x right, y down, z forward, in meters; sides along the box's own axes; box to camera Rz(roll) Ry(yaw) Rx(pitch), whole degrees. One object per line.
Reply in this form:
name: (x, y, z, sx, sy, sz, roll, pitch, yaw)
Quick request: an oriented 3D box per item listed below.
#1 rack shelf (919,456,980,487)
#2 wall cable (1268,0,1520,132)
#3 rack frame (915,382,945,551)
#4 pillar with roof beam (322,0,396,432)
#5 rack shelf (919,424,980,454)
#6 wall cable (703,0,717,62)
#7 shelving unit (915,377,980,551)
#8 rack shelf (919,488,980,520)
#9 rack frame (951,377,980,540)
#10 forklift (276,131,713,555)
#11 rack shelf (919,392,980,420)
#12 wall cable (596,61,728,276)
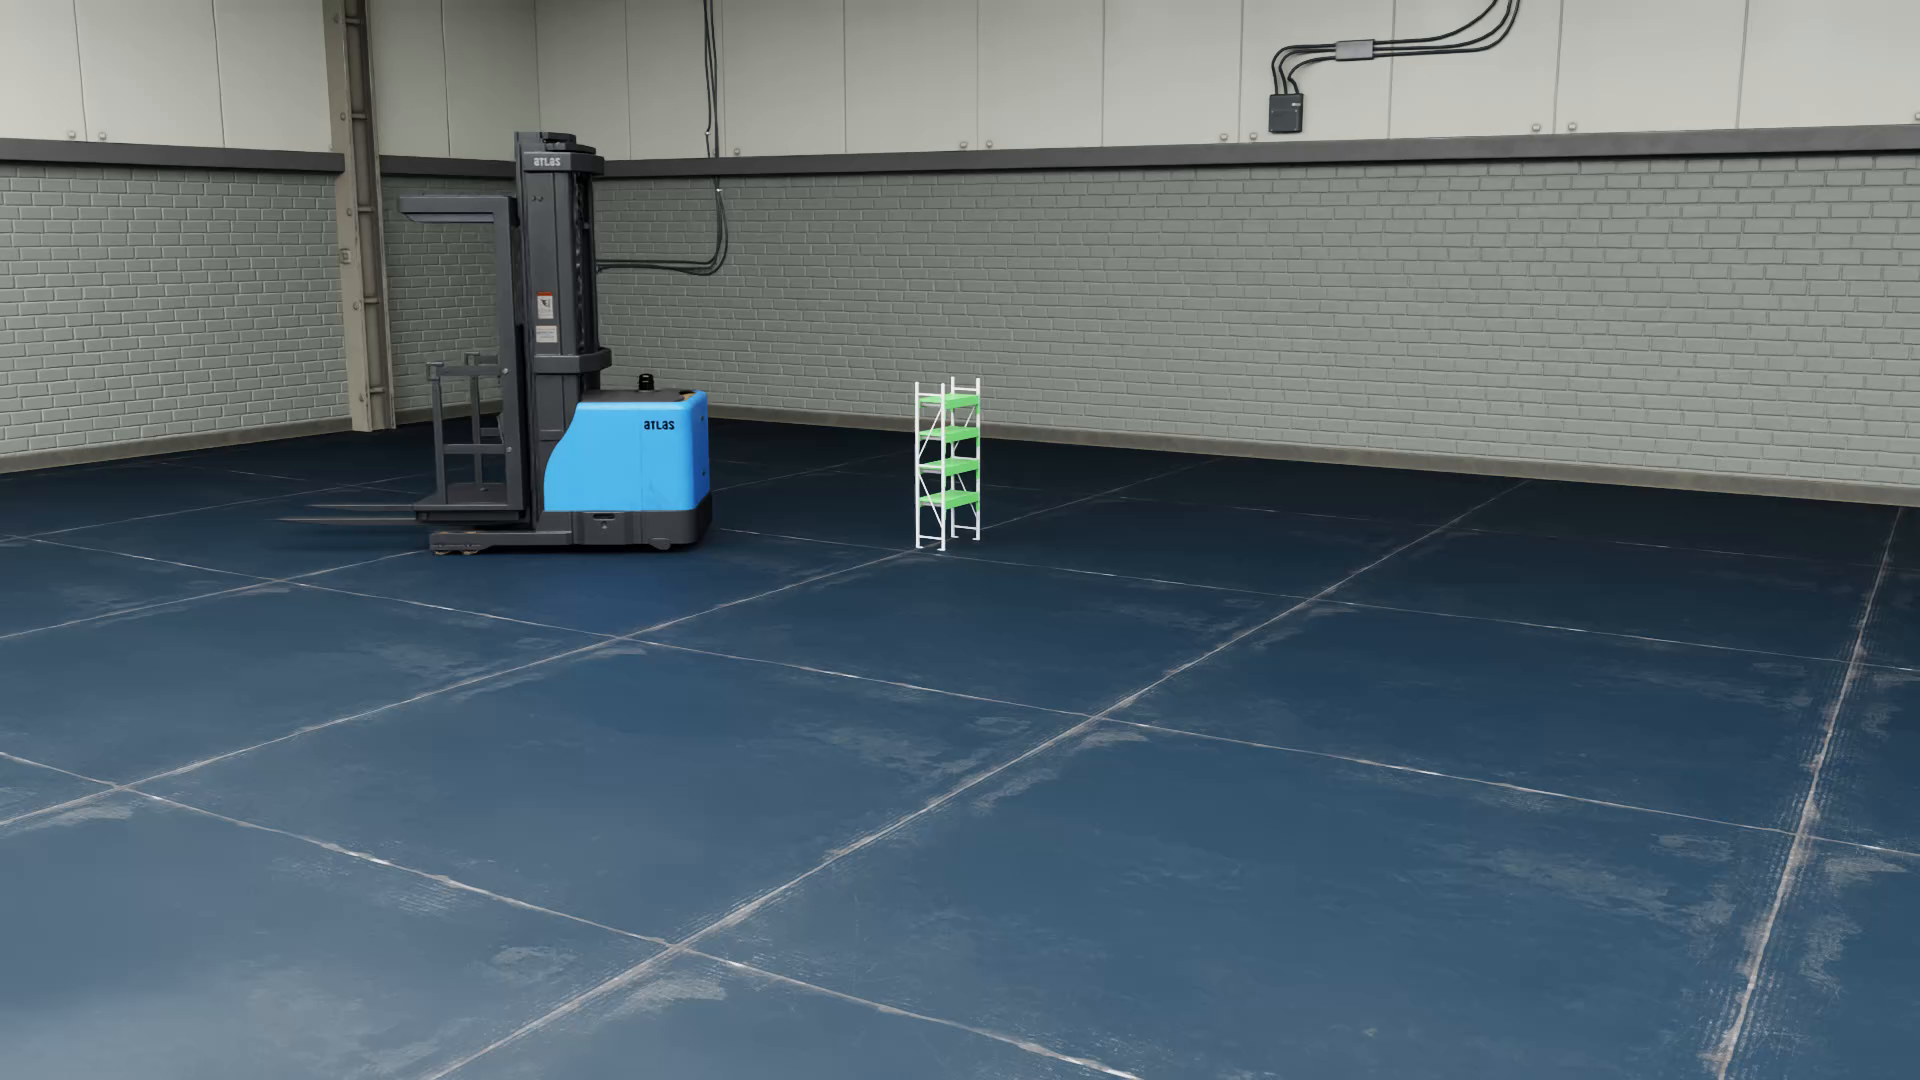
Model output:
rack shelf: (-0.086, -0.501, 12.131, 0.258, 0.148, 0.480, 6, 12, 31)
wall cable: (3.993, -6.803, 15.010, 2.305, 6.003, 0.169, 6, 12, 31)
rack frame: (-0.213, -0.525, 11.914, 0.240, 1.200, 0.015, 6, 12, 31)
pillar with roof beam: (-3.093, -5.292, 16.184, 9.100, 9.000, 0.400, 6, 12, 31)
rack shelf: (-0.086, -0.737, 12.087, 0.258, 0.148, 0.480, 6, 12, 31)
wall cable: (-1.801, -6.738, 18.621, 3.097, 2.526, 0.112, 6, 12, 31)
shelving unit: (-0.086, -0.564, 12.119, 0.258, 1.200, 0.503, 6, 12, 31)
rack shelf: (-0.086, -0.265, 12.175, 0.258, 0.148, 0.480, 6, 12, 31)
rack frame: (0.041, -0.602, 12.324, 0.240, 1.200, 0.015, 6, 12, 31)
forklift: (-3.405, -1.433, 12.059, 3.031, 2.935, 1.130, 0, 11, -1)
rack shelf: (-0.086, -0.973, 12.043, 0.258, 0.148, 0.480, 6, 12, 31)
wall cable: (-4.113, -4.514, 20.466, 3.097, 2.526, 0.112, 6, 12, 31)
